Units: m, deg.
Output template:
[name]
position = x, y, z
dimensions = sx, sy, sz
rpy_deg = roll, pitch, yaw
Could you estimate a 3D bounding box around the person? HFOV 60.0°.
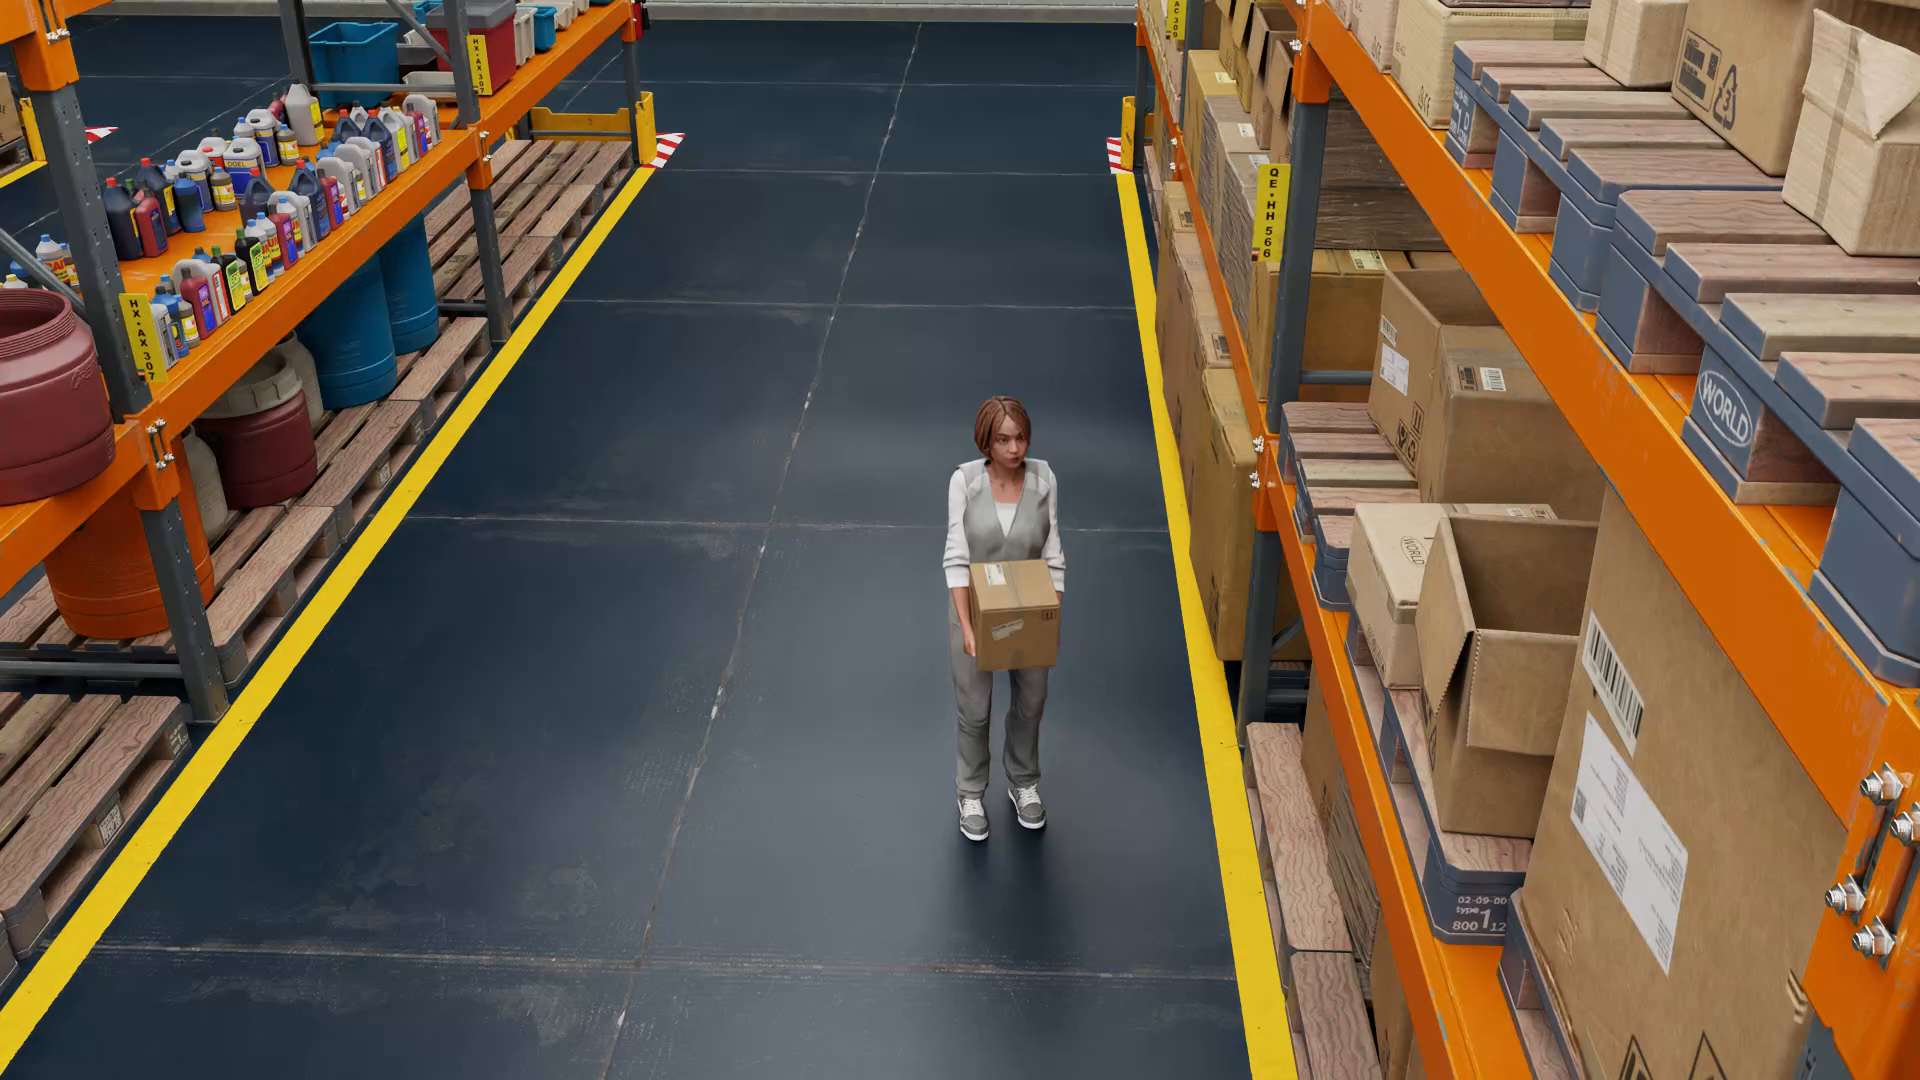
[person]
position = 0.146, 0.308, 5.569
dimensions = 0.403, 1.592, 0.490
rpy_deg = -4, 29, -7
